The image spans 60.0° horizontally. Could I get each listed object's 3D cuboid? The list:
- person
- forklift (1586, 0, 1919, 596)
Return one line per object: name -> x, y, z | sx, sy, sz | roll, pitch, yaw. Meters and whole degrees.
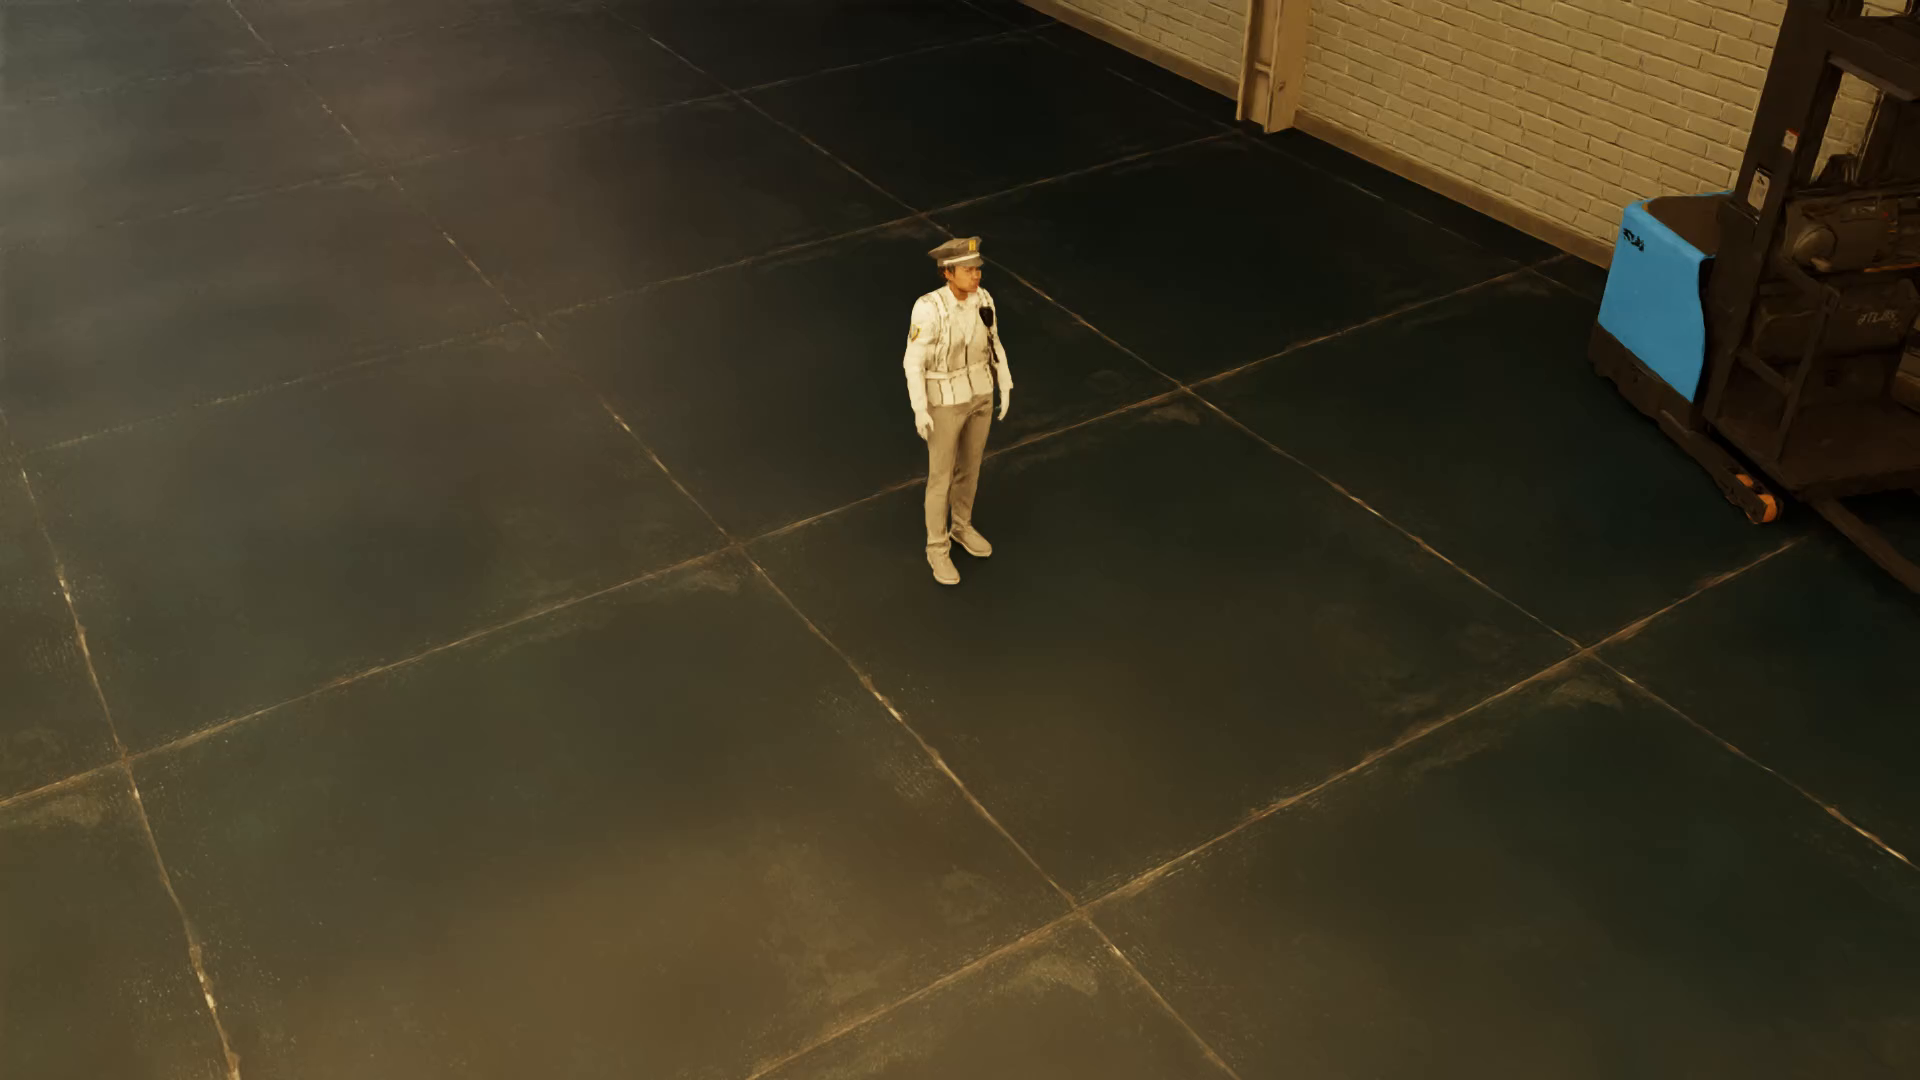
person -> 0.031, -0.664, 8.156 | 0.586, 1.695, 0.533 | -21, 40, -27
forklift -> 4.661, -1.523, 8.315 | 1.130, 2.935, 3.031 | -8, 36, -11
